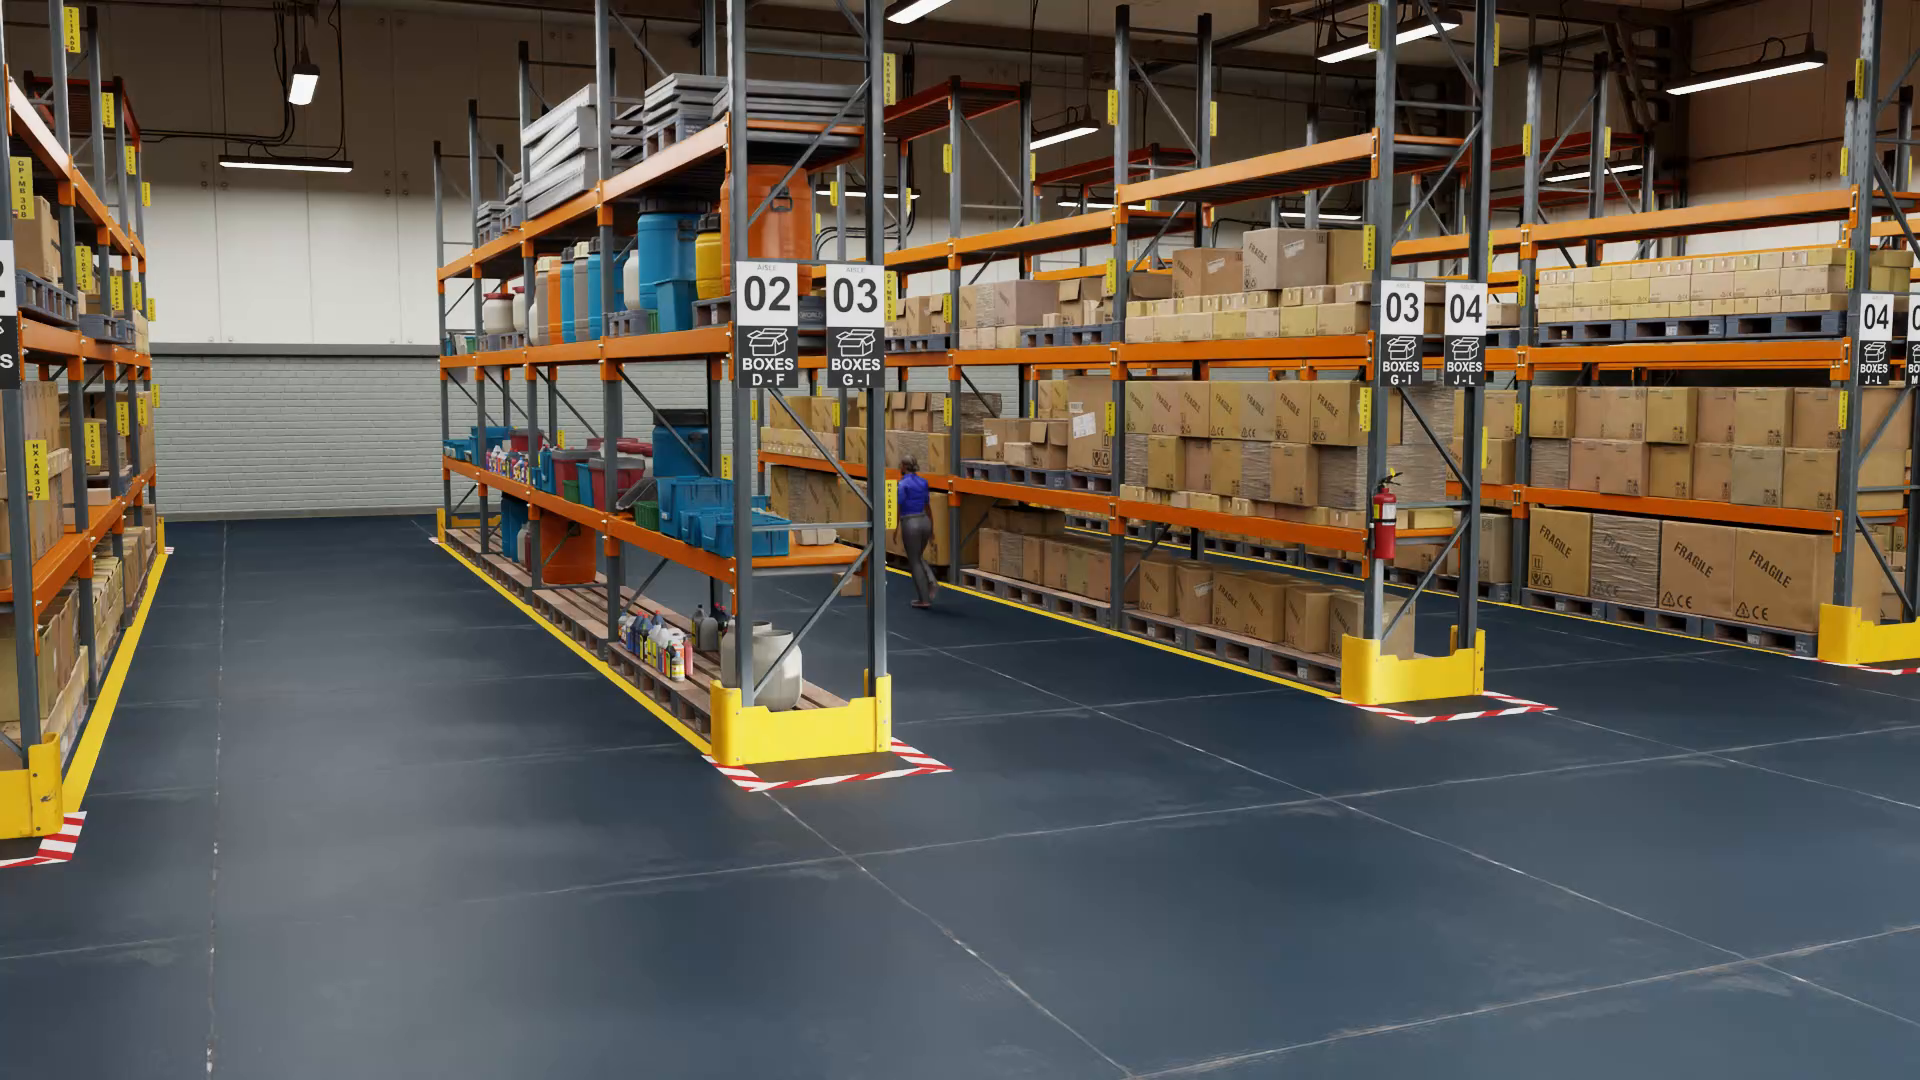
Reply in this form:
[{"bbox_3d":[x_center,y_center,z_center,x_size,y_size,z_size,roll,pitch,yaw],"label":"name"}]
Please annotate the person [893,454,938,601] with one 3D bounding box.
[{"bbox_3d":[-0.479,-0.139,17.980,0.560,1.583,0.414,-5,8,-44],"label":"person"}]
